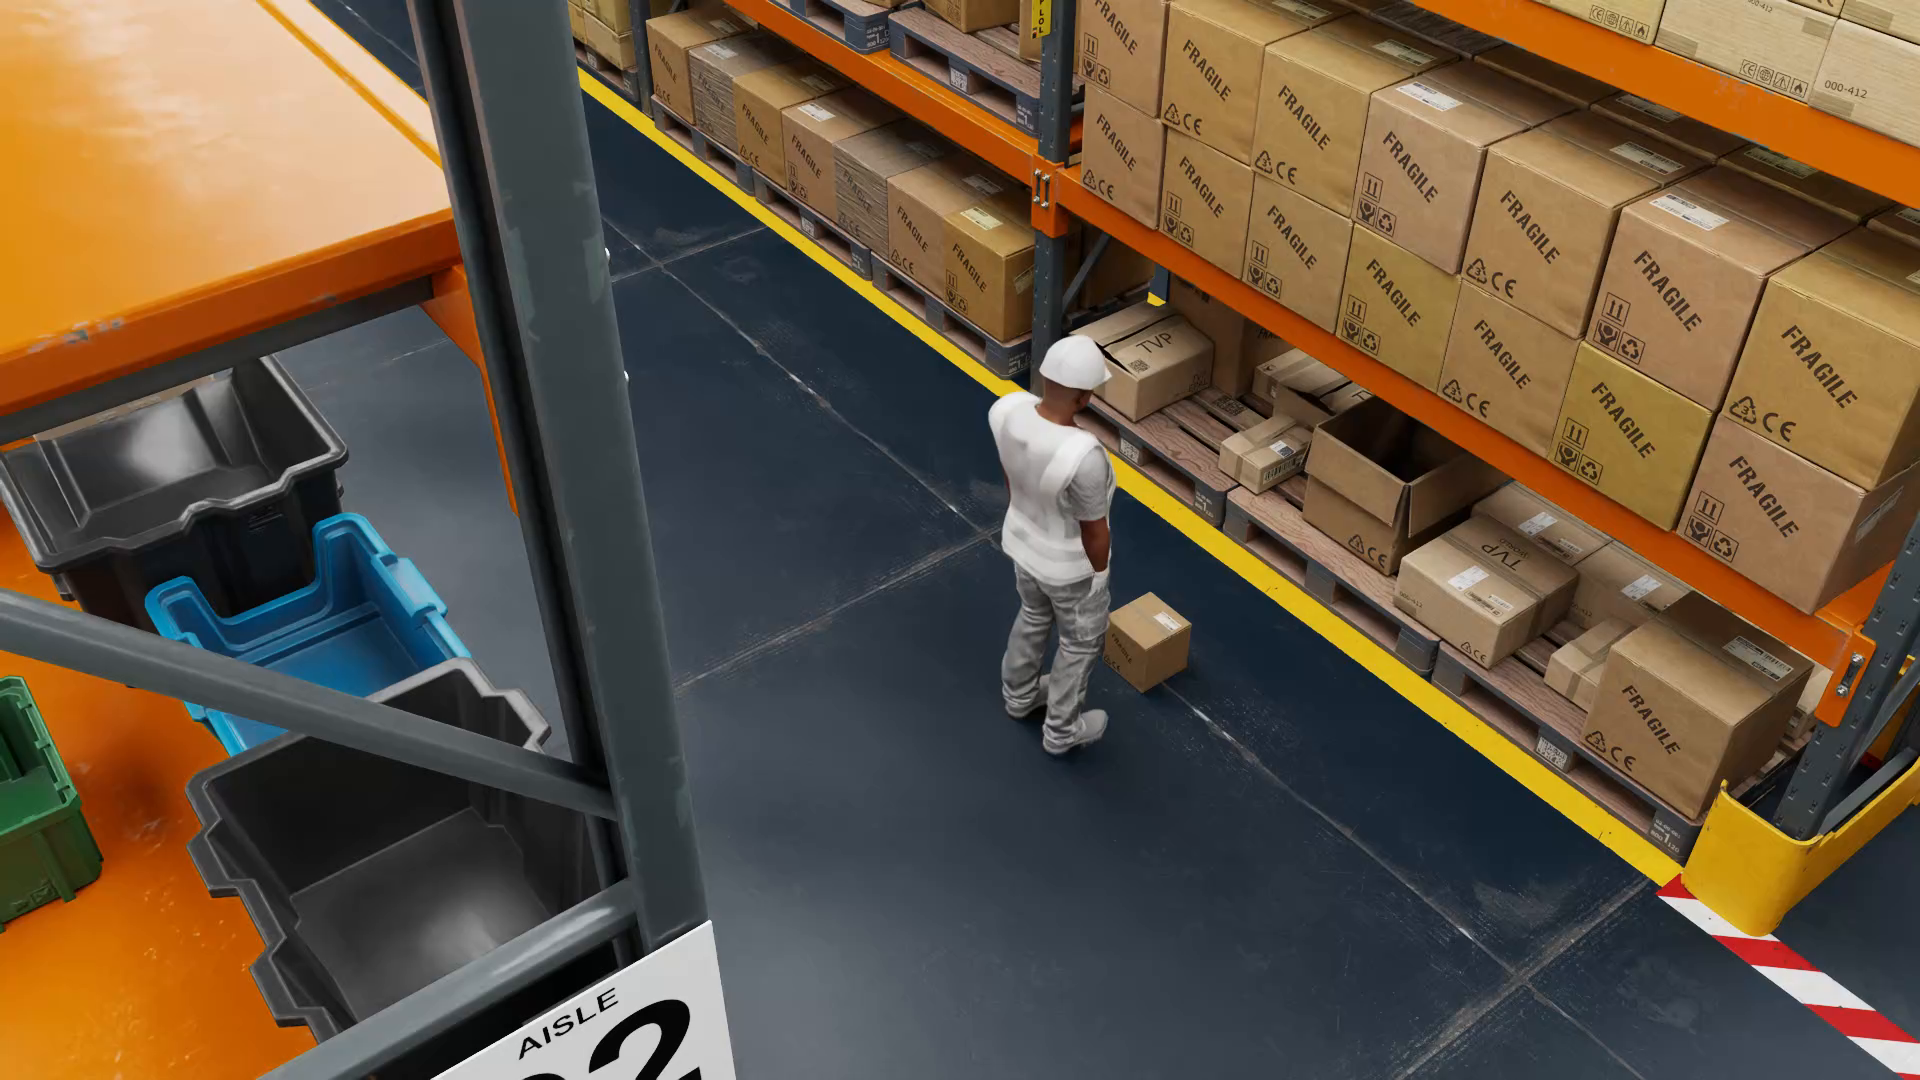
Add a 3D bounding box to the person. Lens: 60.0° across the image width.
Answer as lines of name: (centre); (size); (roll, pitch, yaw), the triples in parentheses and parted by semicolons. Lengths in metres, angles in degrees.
person: (0.355, 0.023, 6.124); (0.373, 1.771, 0.553); (-25, 46, -27)
